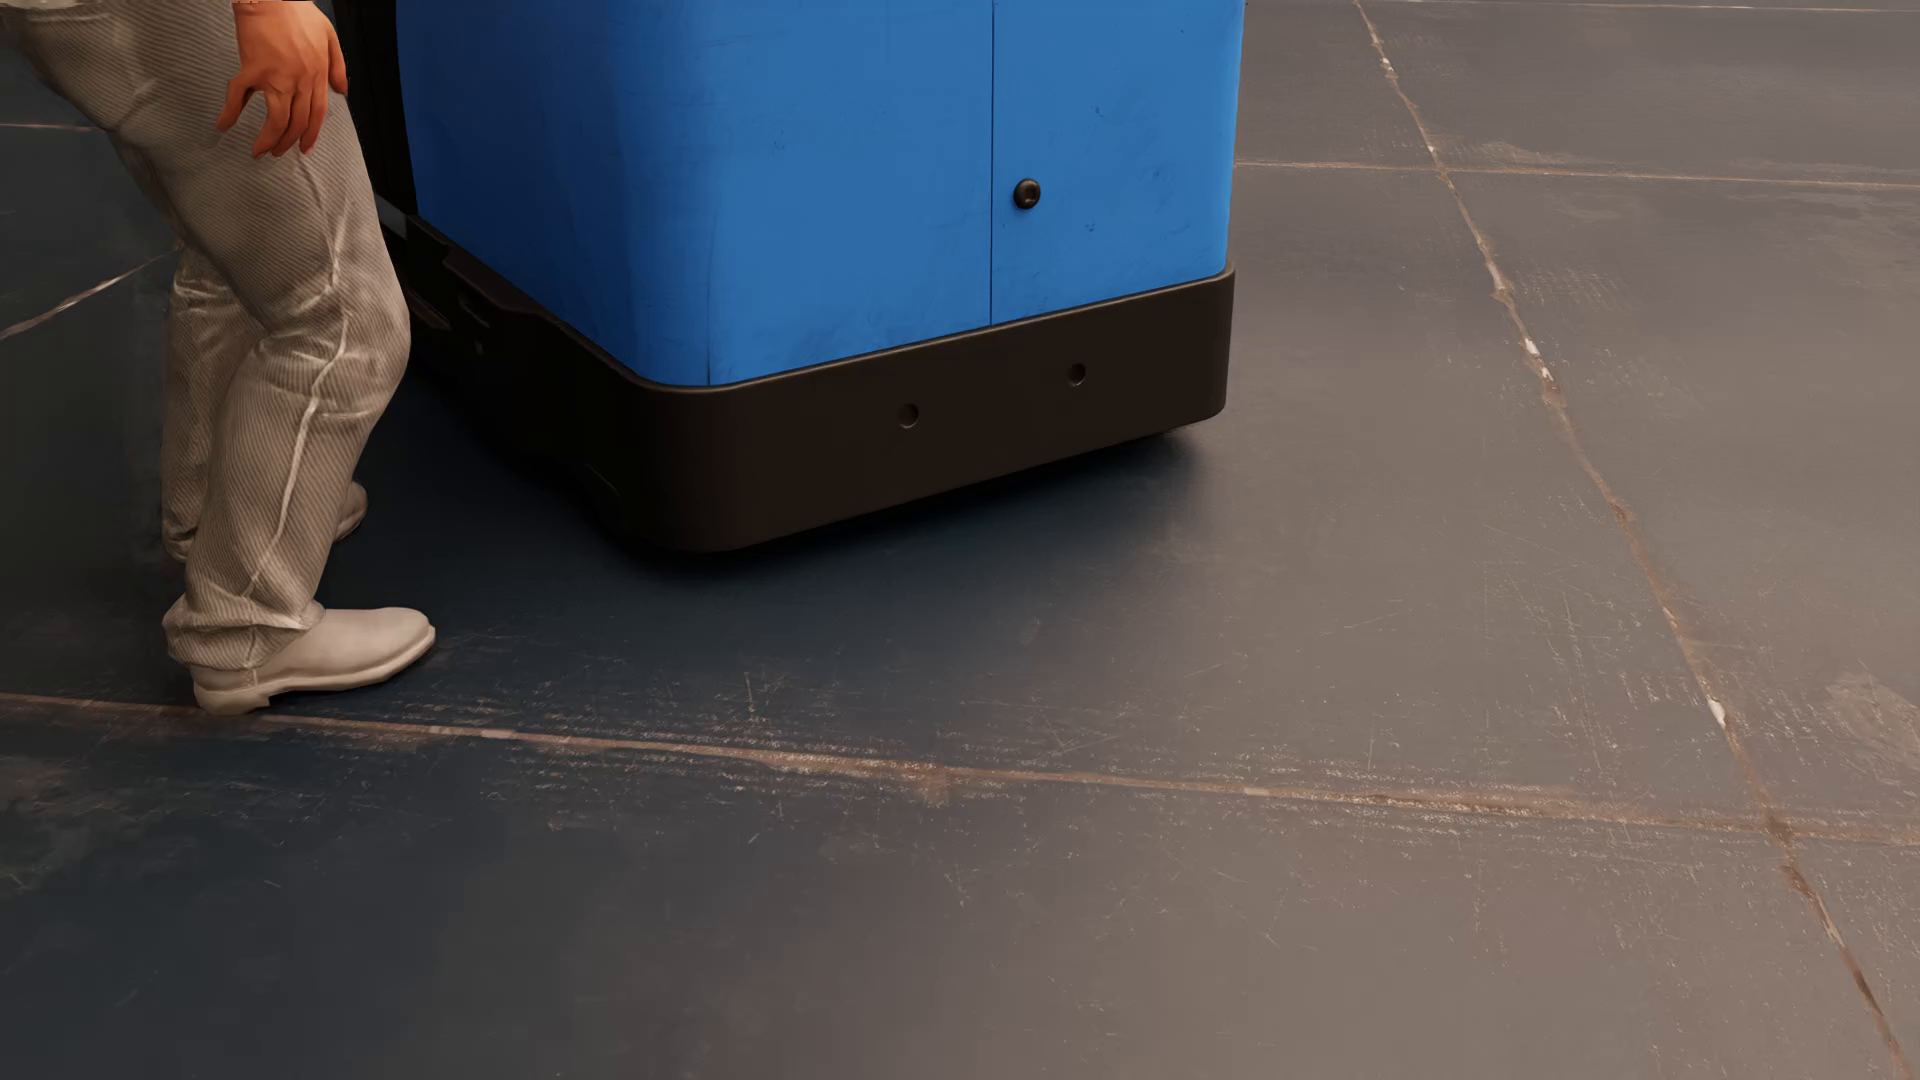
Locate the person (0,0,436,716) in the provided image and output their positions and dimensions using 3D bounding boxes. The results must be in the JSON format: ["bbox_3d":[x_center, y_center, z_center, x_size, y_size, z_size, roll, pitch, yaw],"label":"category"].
[{"bbox_3d":[-0.888,-0.650,1.862,0.407,1.739,0.770,-19,32,-33],"label":"person"}]

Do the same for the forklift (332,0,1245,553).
[{"bbox_3d":[-0.786,-1.903,3.031,1.130,2.935,3.031,-17,31,-30],"label":"forklift"}]
